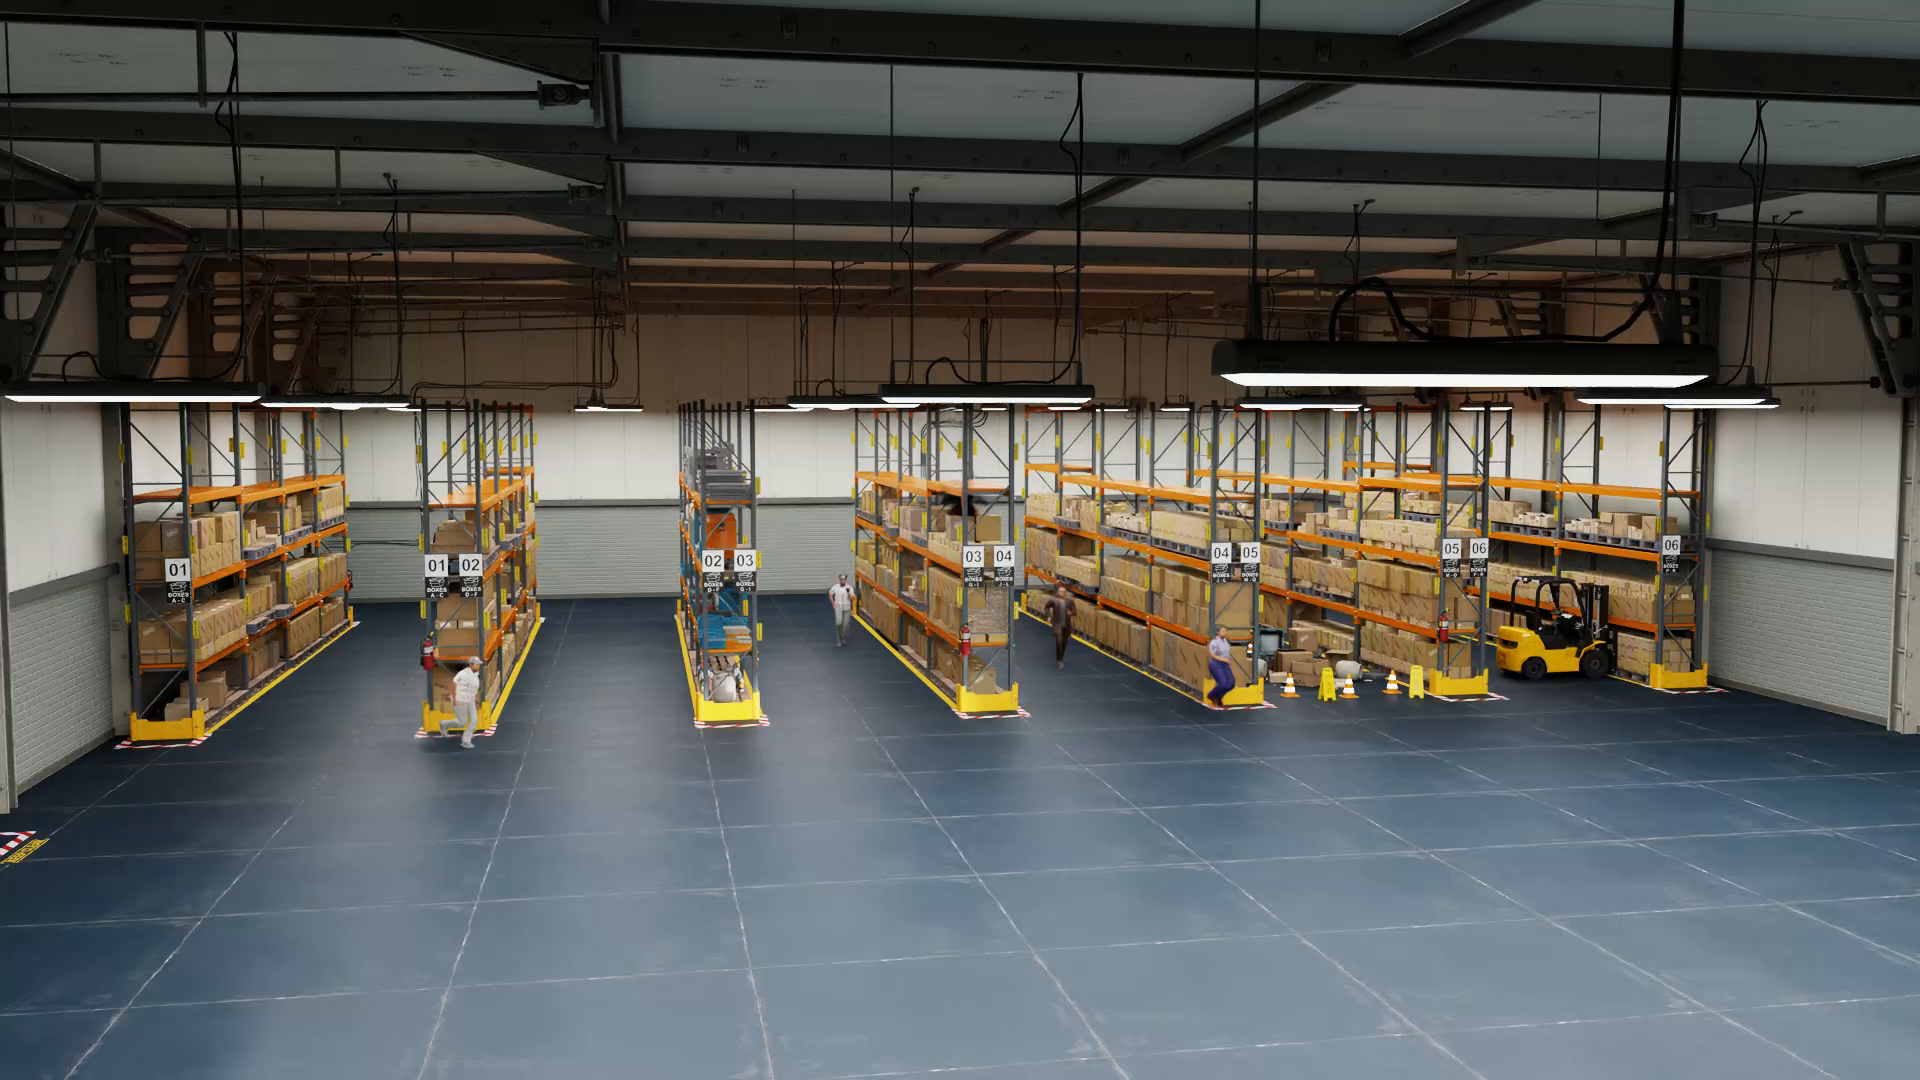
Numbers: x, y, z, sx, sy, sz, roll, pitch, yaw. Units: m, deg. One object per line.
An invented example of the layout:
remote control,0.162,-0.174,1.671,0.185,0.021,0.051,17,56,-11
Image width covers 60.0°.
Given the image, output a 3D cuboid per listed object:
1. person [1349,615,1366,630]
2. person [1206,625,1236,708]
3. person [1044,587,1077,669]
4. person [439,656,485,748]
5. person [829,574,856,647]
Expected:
person,10.283,1.615,42.787,0.626,1.744,0.576,-1,4,-15
person,4.978,2.414,31.593,0.628,1.595,0.604,-4,6,-43
person,2.303,1.965,37.735,0.684,1.806,0.927,-1,4,-13
person,-8.572,2.788,28.659,0.850,1.606,0.600,1,4,11
person,-2.897,1.746,41.153,0.638,1.842,0.703,-1,4,-10
